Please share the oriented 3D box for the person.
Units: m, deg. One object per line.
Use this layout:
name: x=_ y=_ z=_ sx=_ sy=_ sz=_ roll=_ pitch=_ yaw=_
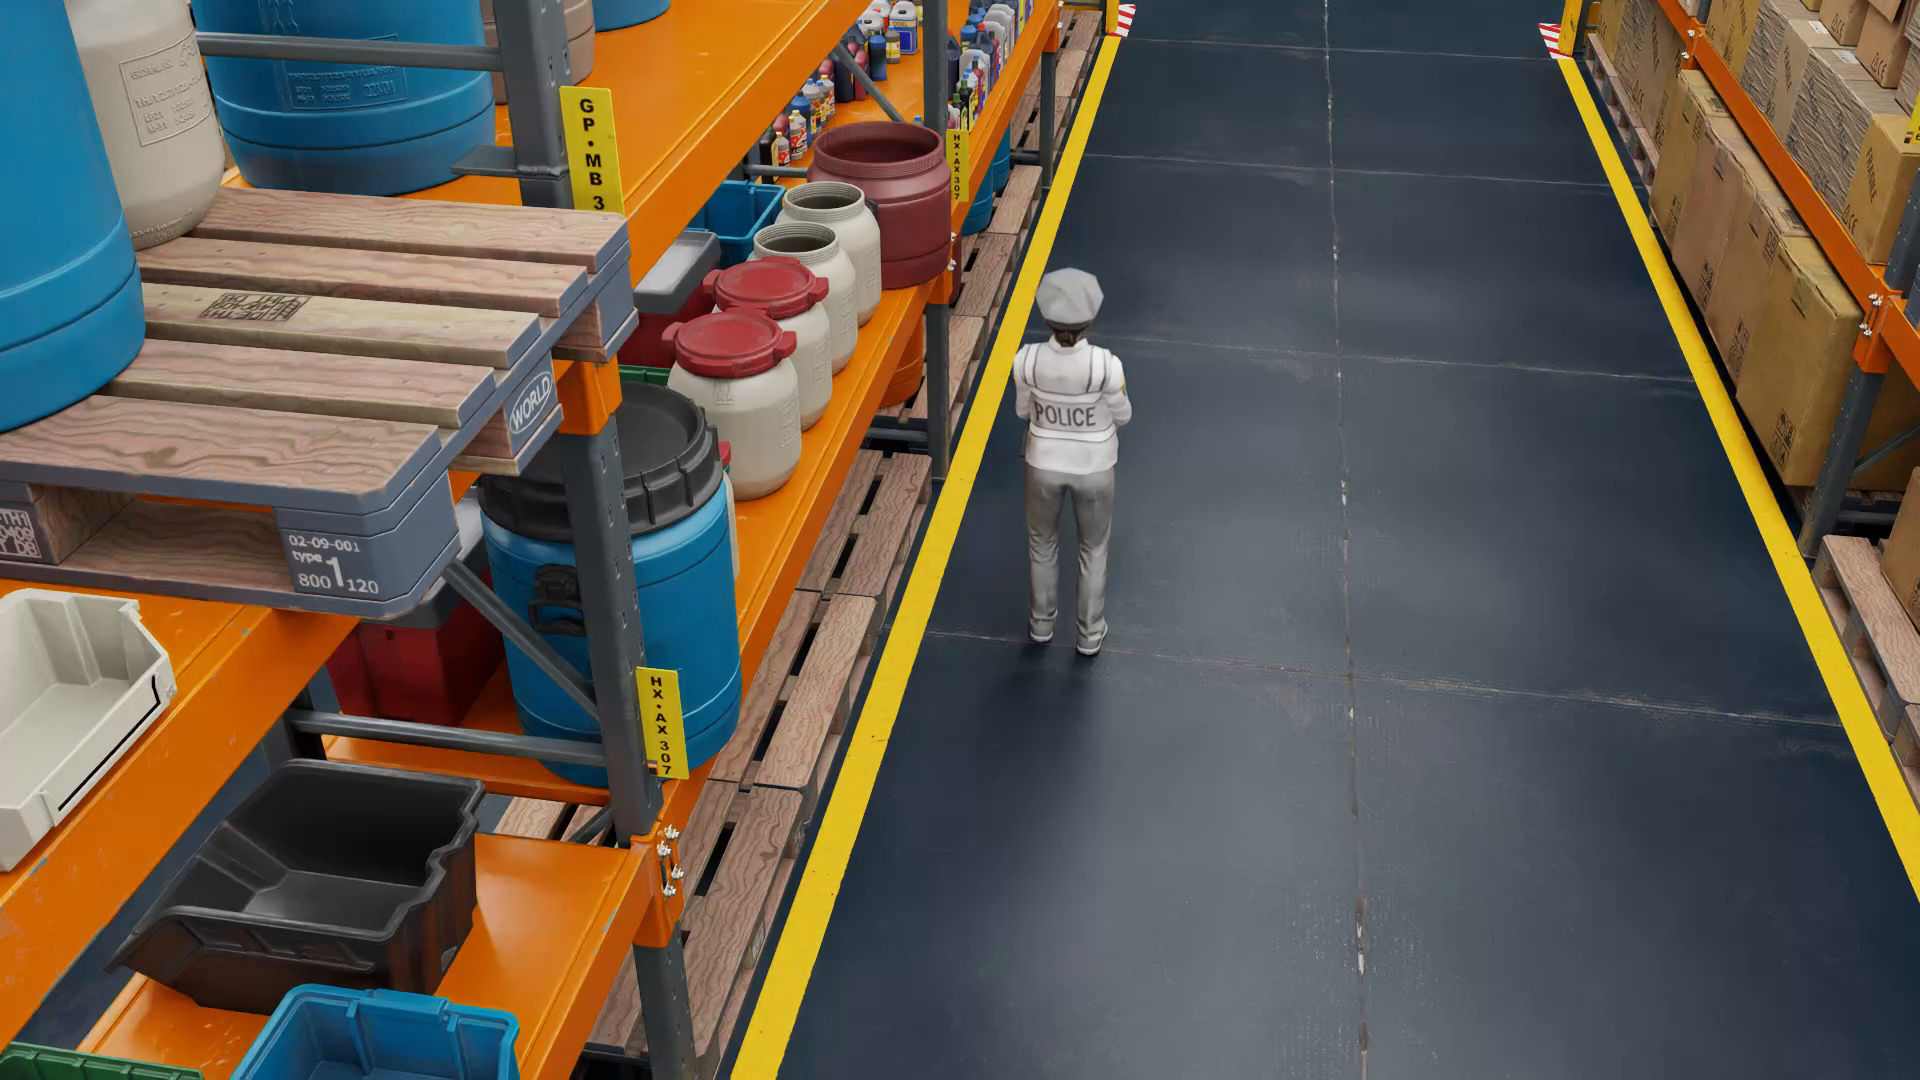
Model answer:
person: x=0.457 y=-0.323 z=6.622 sx=0.426 sy=1.686 sz=0.555 roll=6 pitch=33 yaw=9
